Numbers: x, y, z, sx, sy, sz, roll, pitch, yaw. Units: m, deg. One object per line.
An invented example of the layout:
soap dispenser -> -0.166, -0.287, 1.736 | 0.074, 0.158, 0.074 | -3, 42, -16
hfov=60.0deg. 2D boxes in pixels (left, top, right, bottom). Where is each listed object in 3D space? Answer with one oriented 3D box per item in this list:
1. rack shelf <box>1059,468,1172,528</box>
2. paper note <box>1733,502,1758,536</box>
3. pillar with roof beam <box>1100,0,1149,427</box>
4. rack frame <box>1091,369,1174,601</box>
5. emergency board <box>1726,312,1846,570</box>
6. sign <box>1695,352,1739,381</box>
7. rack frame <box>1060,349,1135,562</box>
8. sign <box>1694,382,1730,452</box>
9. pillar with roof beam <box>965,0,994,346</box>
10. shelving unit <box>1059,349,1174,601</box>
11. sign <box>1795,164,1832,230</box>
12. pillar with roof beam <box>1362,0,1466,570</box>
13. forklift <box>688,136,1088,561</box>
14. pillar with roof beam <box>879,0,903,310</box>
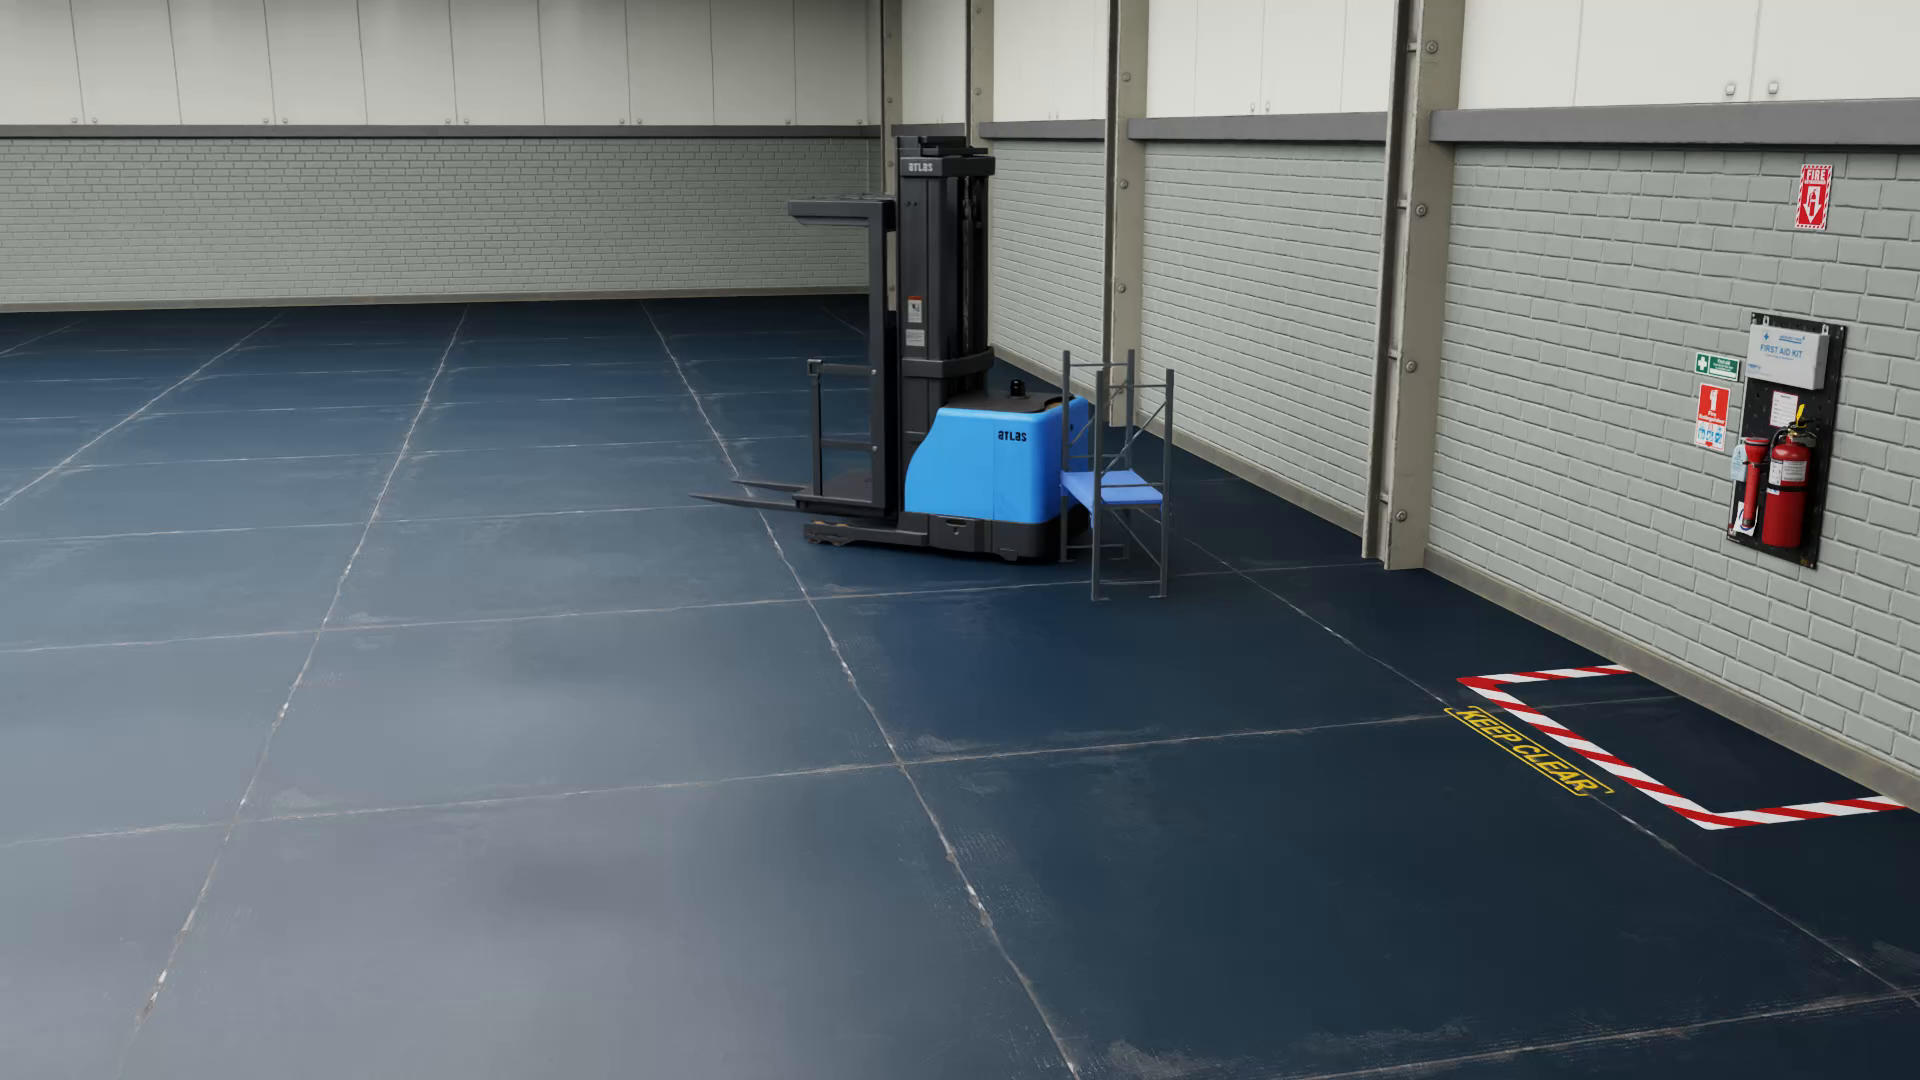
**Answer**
rack shelf -> 1.033, -0.290, 11.213 | 0.538, 0.185, 1.000 | -2, 14, -8
paper note -> 3.970, -0.107, 8.403 | 0.016, 0.148, 0.142 | -3, 14, -13
pillar with roof beam -> -2.516, -5.361, 15.410 | 9.100, 9.000, 0.400 | -3, 14, -13
rack frame -> 1.106, -0.346, 10.681 | 0.500, 1.500, 0.032 | -2, 14, -8
emergency board -> 3.944, -0.491, 8.115 | 0.194, 1.169, 0.643 | -3, 14, -13
sign -> 3.907, -0.897, 8.587 | 0.001, 0.109, 0.331 | -3, 14, -13
rack frame -> 0.959, -0.584, 11.659 | 0.500, 1.500, 0.032 | -2, 14, -8
sign -> 3.914, -0.641, 8.657 | 0.001, 0.329, 0.234 | -3, 14, -13
pillar with roof beam -> -3.925, -6.745, 21.075 | 9.100, 9.000, 0.400 | -3, 14, -13
shelving unit -> 1.033, -0.465, 11.170 | 0.538, 1.500, 1.048 | -2, 14, -8
sign -> 4.039, -1.624, 7.870 | 0.001, 0.298, 0.199 | -3, 14, -13
pillar with roof beam -> -1.106, -3.977, 9.744 | 9.100, 9.000, 0.400 | -3, 14, -13
forklift -> -0.603, -1.485, 12.329 | 3.031, 2.935, 1.130 | 6, 15, 23
pillar with roof beam -> -5.334, -8.129, 26.741 | 9.100, 9.000, 0.400 | -3, 14, -13
